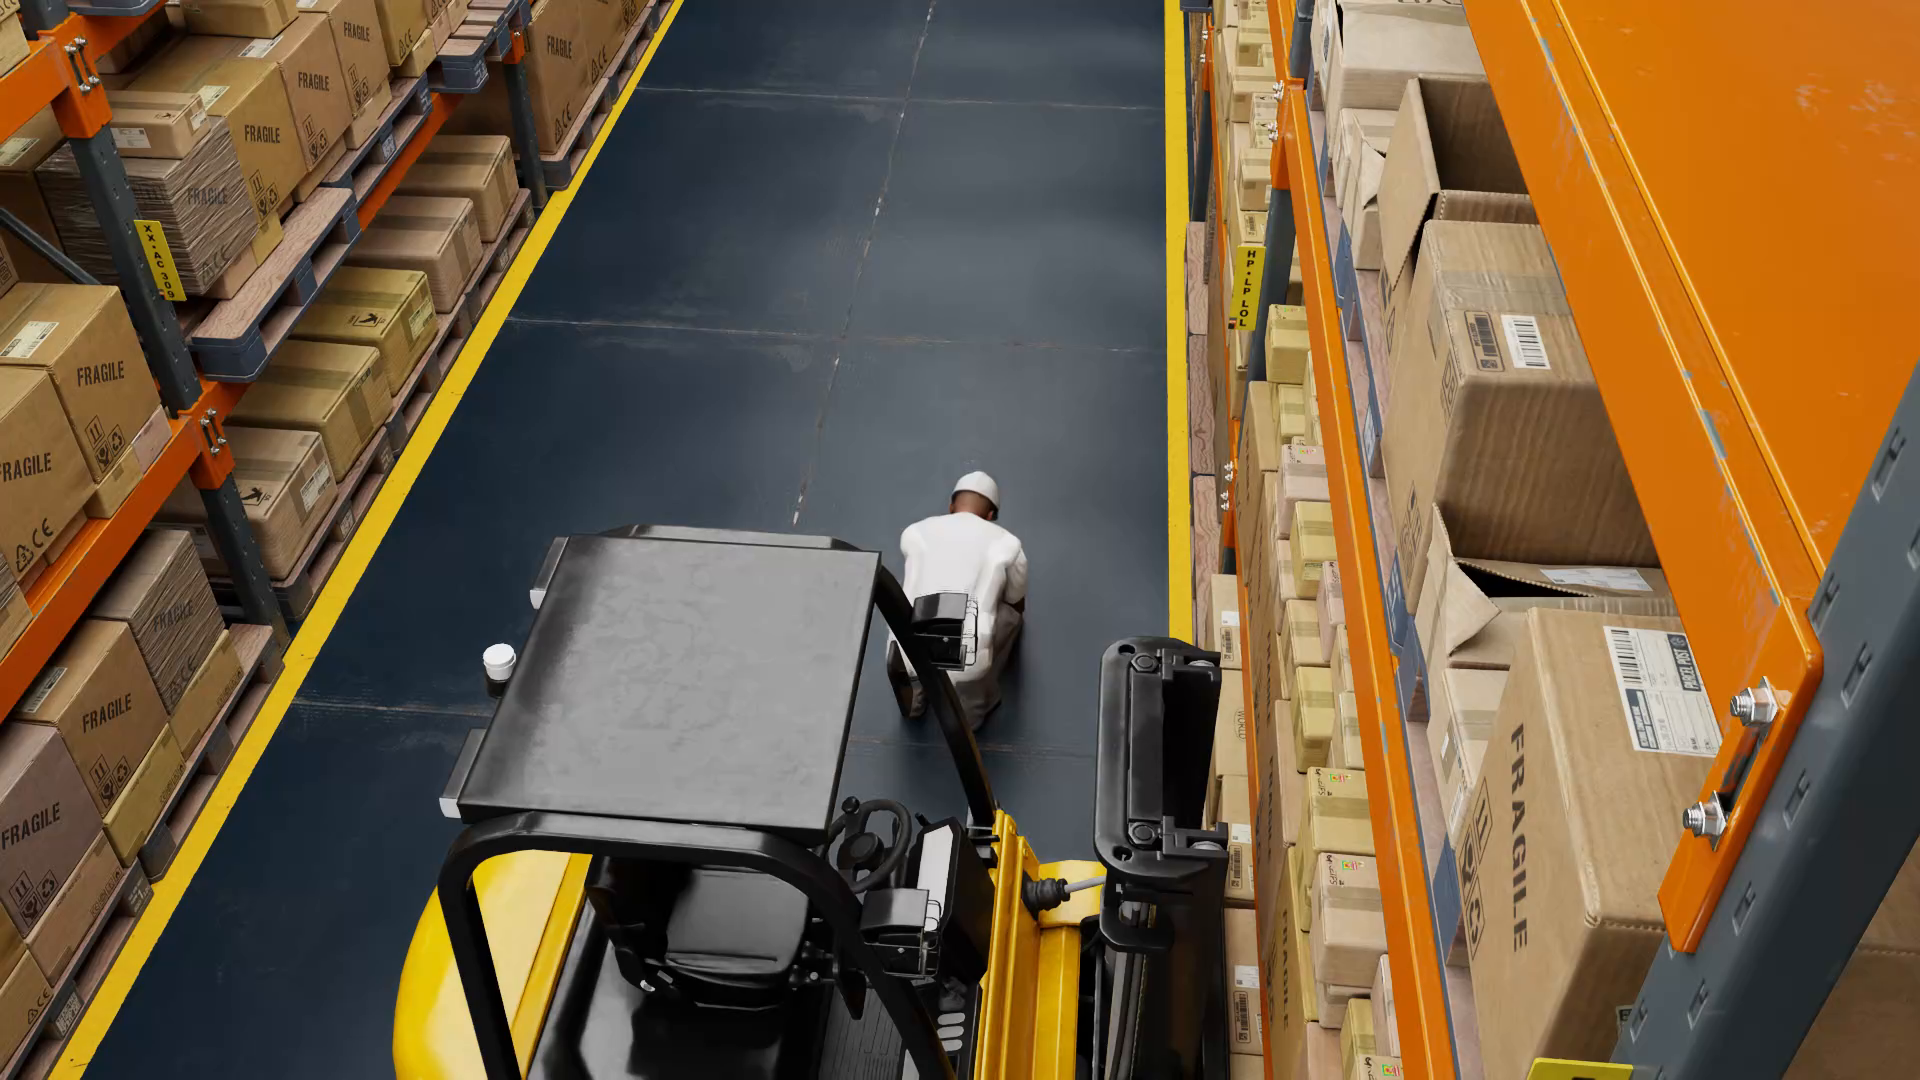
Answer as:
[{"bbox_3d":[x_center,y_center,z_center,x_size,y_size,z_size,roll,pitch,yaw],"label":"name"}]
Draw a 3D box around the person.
[{"bbox_3d":[-0.018,0.290,6.901,0.534,0.869,0.932,11,41,13],"label":"person"}]
